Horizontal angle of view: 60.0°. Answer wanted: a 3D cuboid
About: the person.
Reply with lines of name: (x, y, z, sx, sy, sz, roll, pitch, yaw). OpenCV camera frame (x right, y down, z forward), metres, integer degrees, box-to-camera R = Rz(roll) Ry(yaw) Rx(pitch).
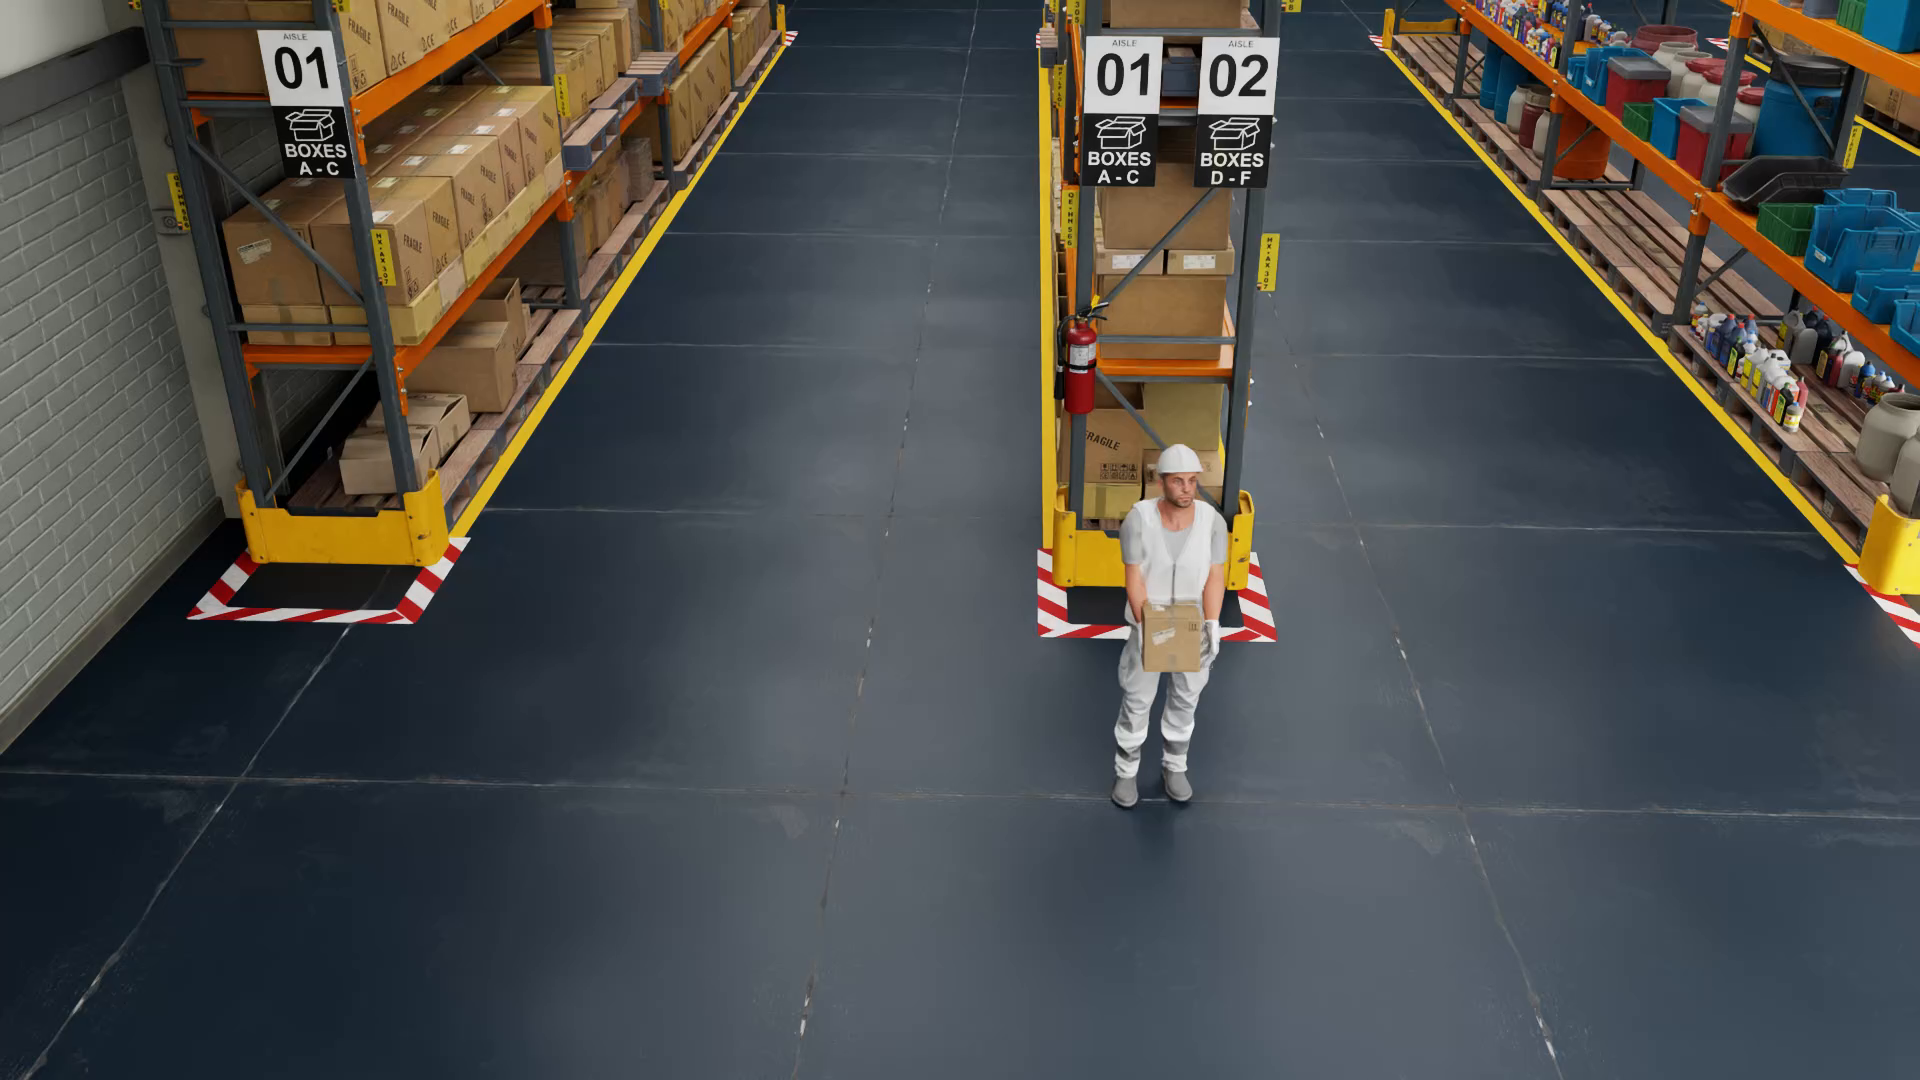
person: (0.988, 0.444, 7.747, 0.514, 1.793, 0.550, -2, 28, -4)
